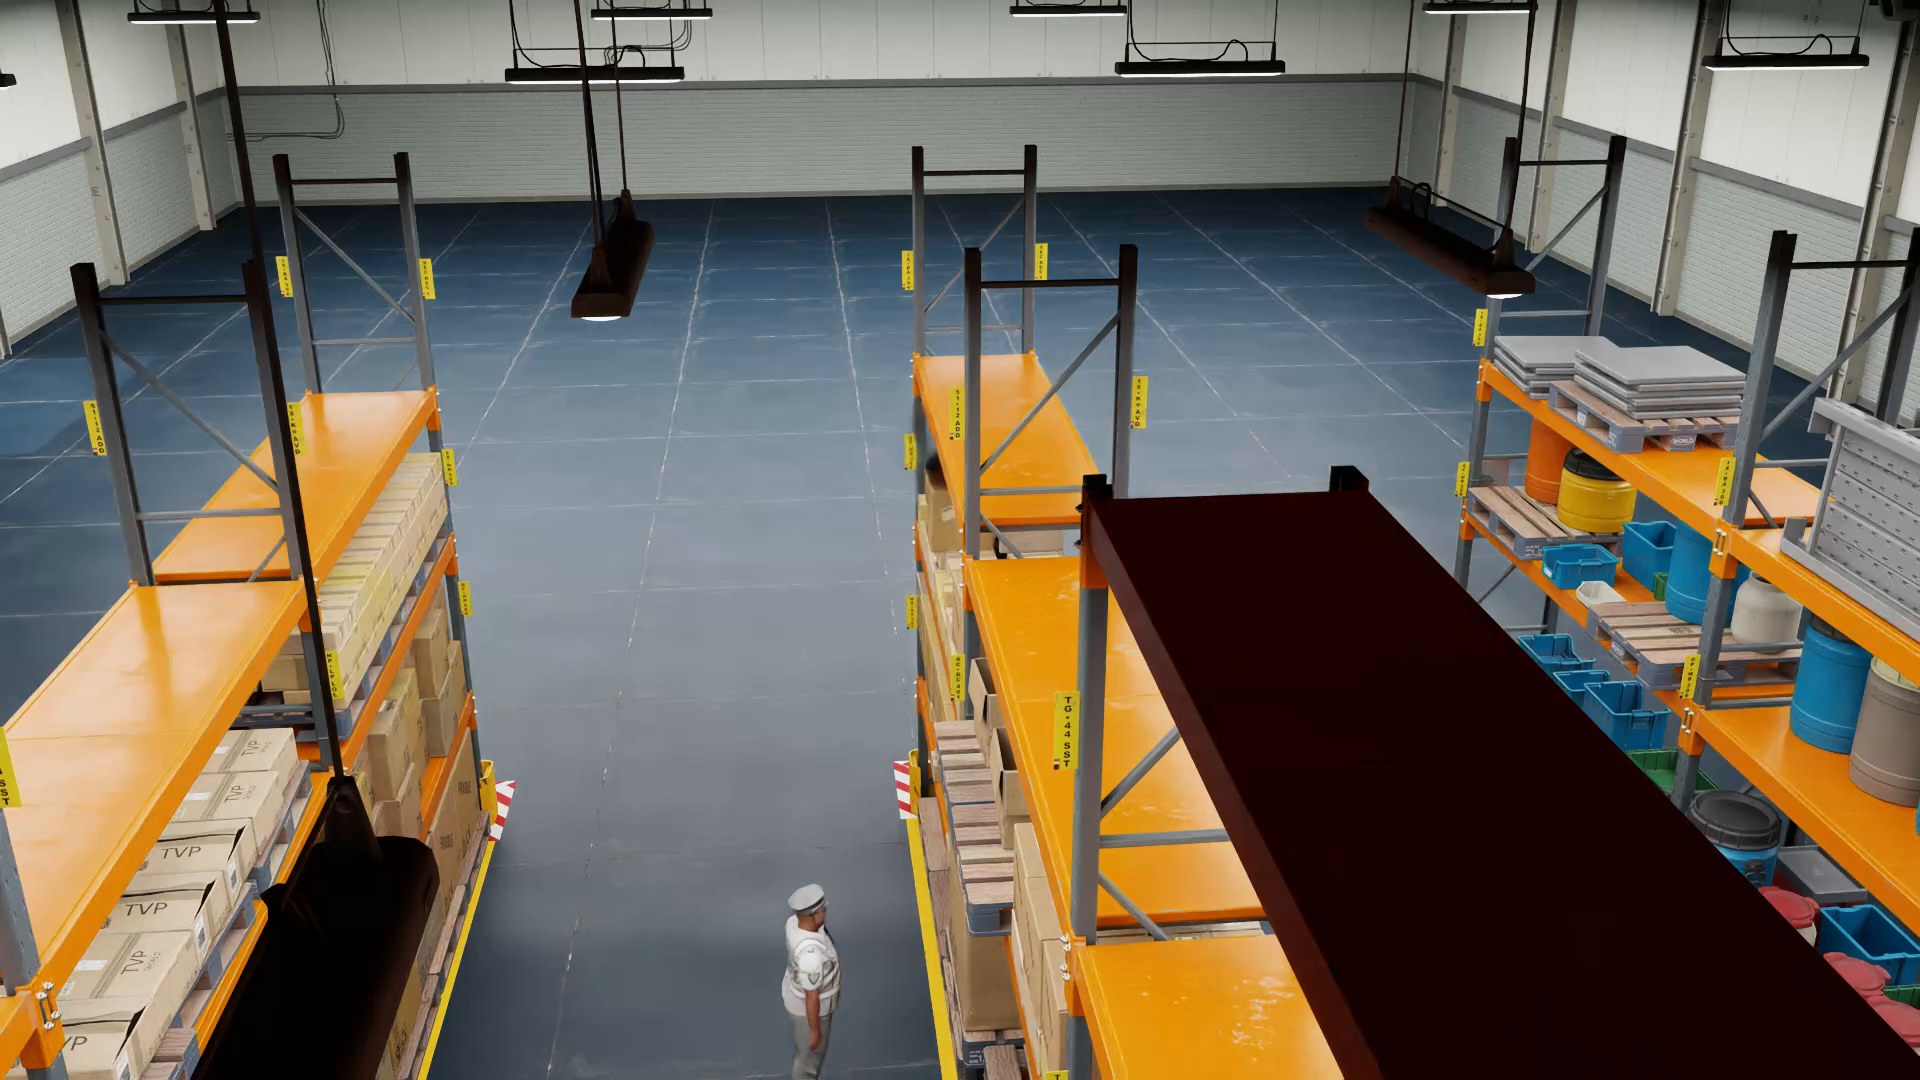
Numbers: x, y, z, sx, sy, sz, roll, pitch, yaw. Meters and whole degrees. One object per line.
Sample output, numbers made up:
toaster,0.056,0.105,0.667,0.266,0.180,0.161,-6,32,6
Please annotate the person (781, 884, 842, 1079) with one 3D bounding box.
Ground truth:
person,-1.000,3.141,11.302,0.406,1.777,0.623,-5,22,-13
